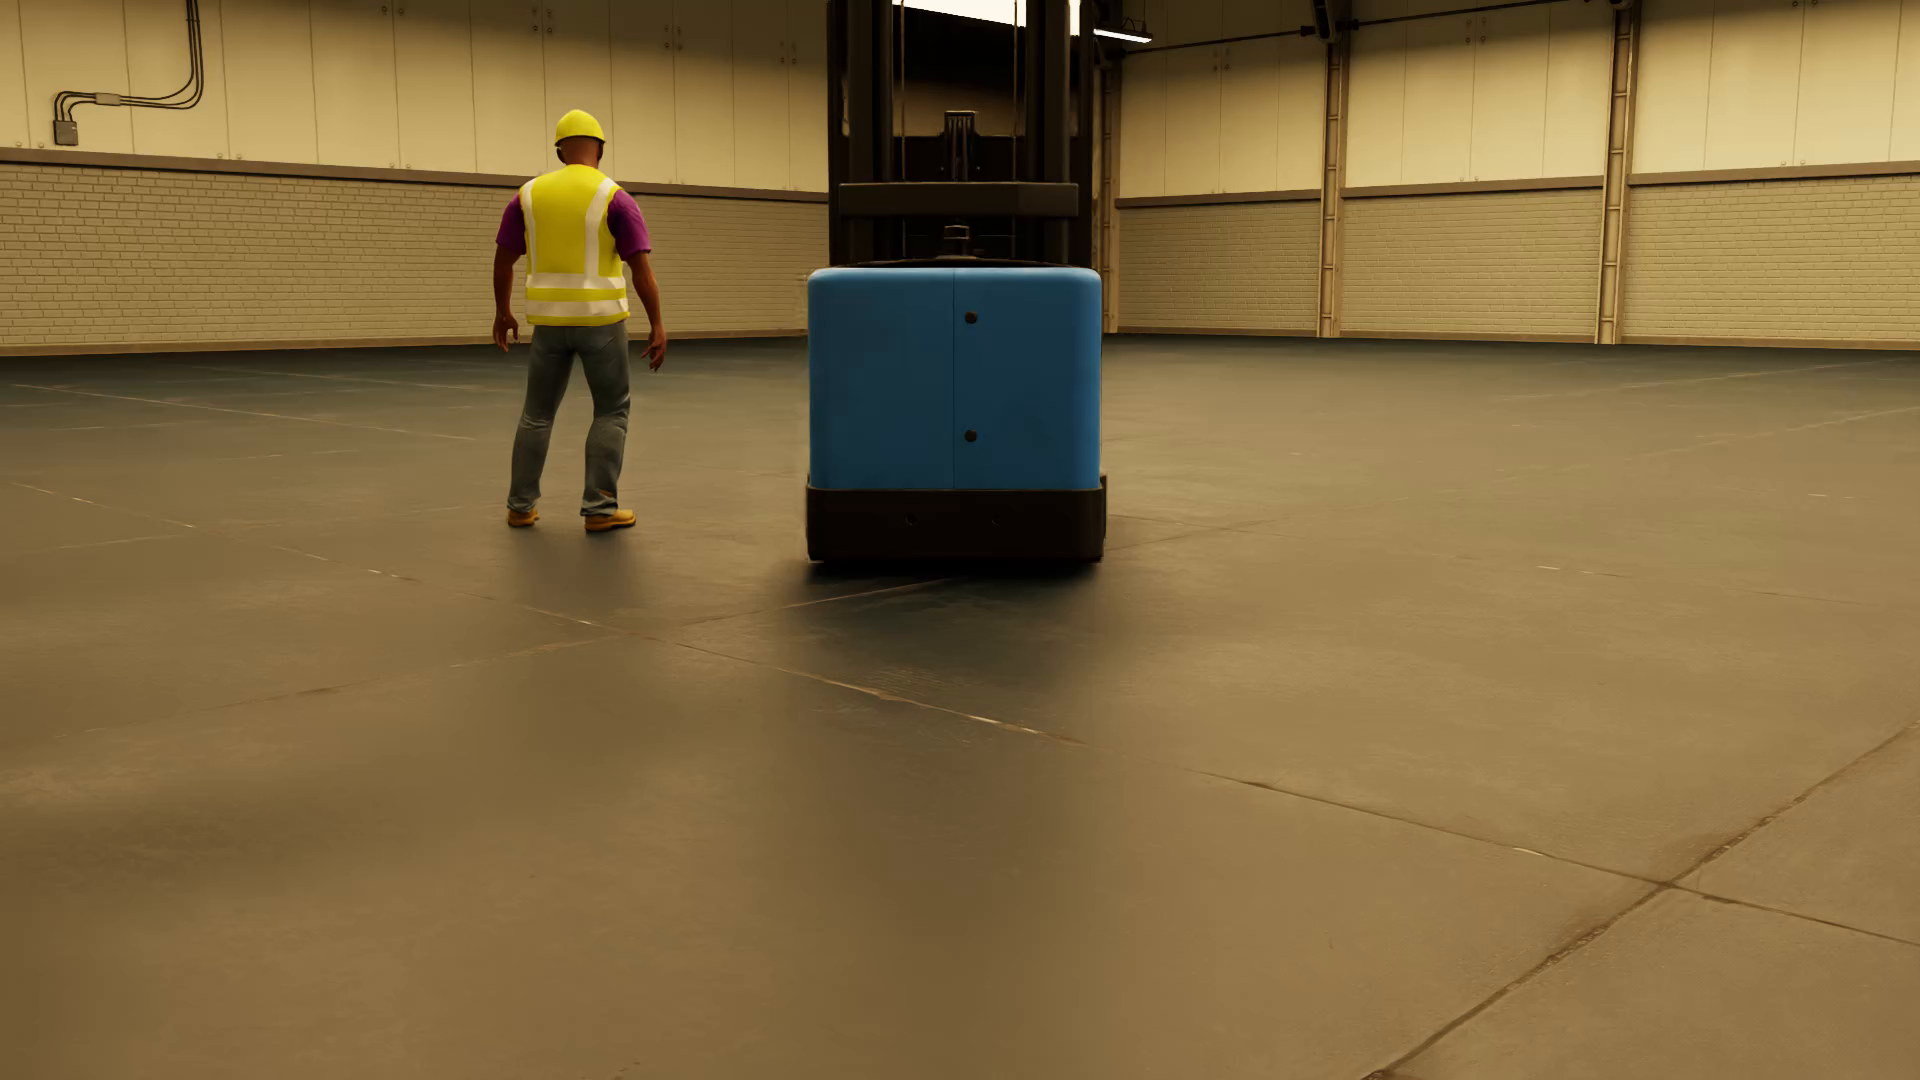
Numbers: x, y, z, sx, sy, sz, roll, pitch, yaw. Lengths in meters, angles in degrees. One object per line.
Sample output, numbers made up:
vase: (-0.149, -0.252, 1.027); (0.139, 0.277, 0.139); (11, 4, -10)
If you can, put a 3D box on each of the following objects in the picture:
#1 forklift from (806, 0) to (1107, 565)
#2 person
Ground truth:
forklift: (0.006, -1.540, 7.103); (1.130, 2.935, 3.031); (0, 9, 1)
person: (-1.605, -0.923, 7.008); (0.816, 1.740, 0.415); (2, 9, 11)
